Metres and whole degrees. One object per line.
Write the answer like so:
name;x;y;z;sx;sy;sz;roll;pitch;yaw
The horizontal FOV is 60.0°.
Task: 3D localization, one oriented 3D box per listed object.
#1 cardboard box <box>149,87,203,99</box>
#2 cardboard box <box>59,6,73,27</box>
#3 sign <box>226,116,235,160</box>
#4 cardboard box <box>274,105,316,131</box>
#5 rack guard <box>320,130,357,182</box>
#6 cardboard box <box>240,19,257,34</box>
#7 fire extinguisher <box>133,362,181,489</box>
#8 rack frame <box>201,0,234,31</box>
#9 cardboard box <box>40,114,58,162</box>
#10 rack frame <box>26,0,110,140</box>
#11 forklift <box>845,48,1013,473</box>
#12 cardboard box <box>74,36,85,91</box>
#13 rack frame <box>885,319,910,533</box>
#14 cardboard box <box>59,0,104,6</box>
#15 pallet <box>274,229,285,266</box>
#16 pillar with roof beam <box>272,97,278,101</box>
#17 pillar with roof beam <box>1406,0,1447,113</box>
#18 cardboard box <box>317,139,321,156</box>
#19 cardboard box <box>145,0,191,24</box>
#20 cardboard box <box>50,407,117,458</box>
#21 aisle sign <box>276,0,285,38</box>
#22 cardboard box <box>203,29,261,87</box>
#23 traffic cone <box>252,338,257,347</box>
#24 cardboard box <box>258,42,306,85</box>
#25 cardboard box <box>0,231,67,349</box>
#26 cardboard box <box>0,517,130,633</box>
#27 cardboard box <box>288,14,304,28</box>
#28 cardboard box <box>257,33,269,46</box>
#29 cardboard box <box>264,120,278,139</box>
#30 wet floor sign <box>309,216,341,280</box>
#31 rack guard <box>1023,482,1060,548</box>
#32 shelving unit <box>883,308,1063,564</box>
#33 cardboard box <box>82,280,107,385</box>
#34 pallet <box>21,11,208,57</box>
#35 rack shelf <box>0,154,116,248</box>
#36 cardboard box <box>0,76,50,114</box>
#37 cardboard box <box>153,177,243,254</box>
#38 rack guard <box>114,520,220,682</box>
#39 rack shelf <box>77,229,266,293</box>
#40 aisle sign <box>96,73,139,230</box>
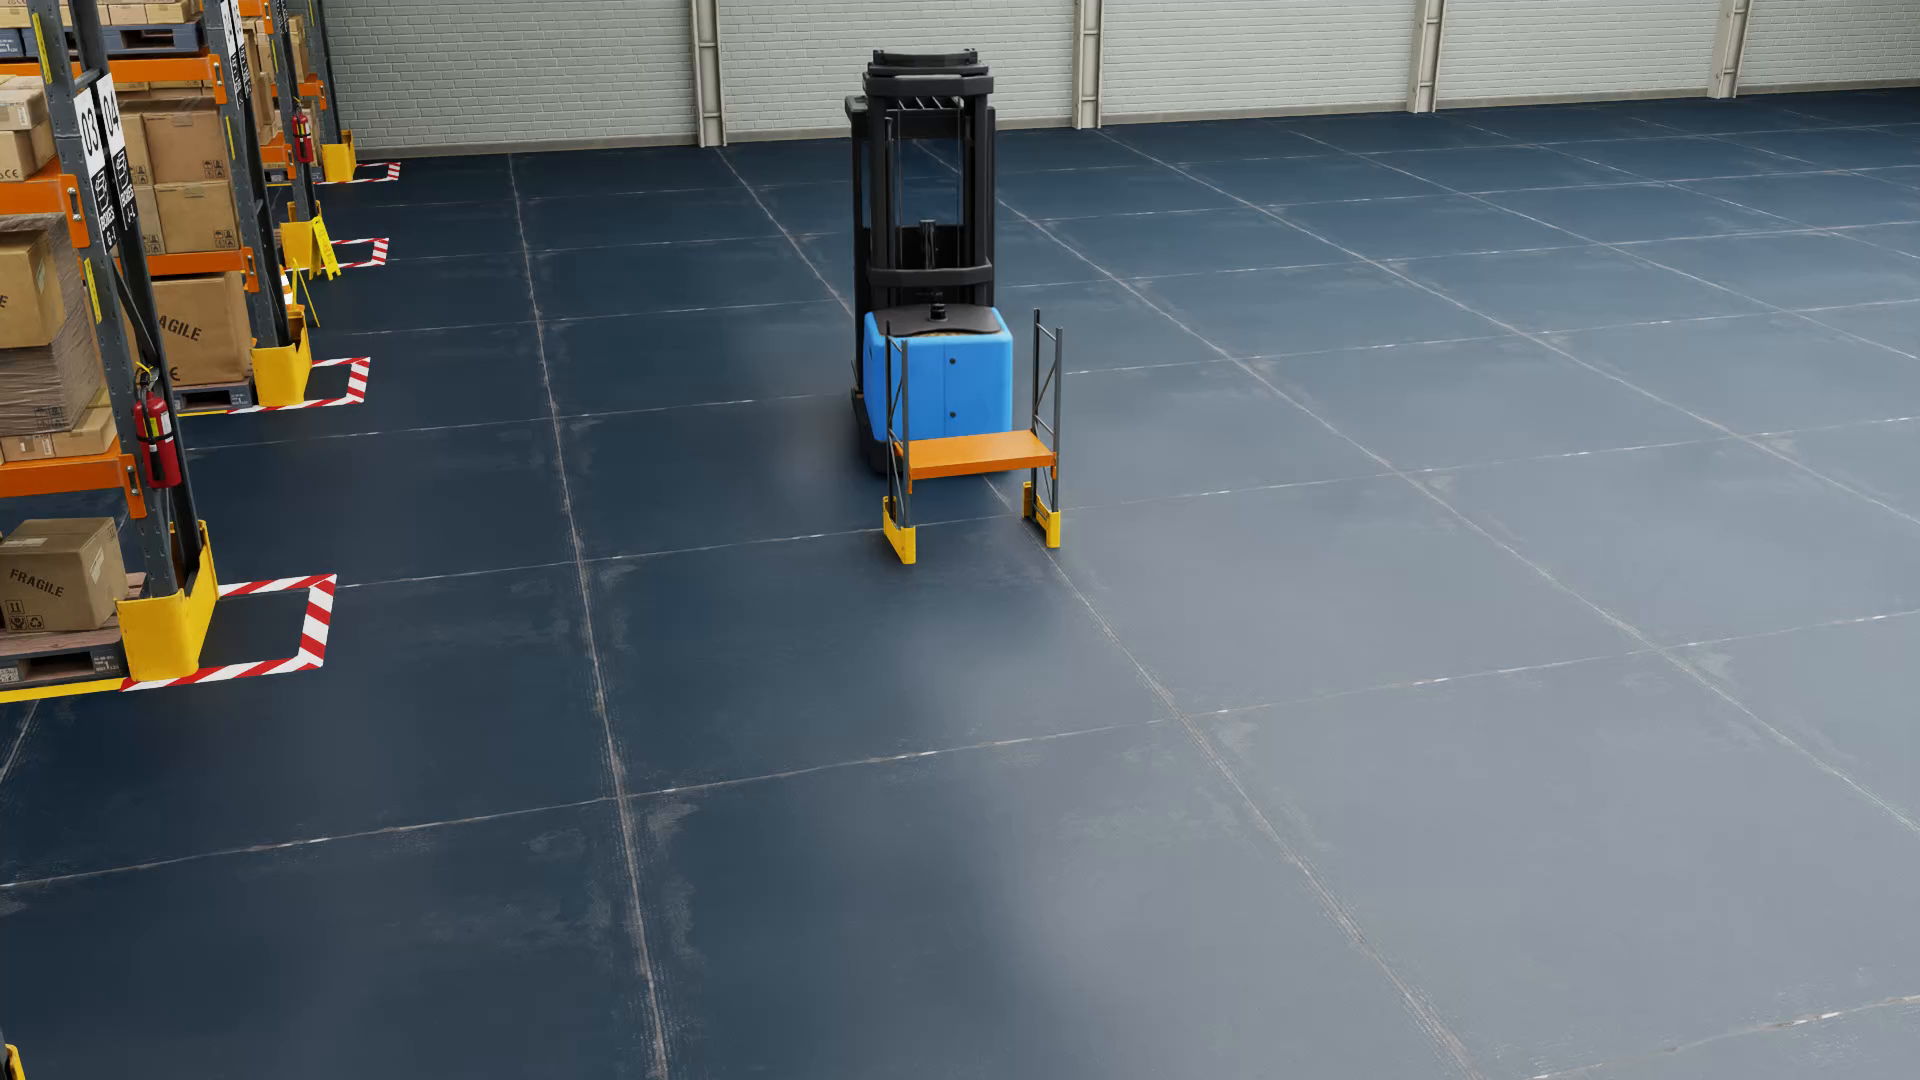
cardboard box;-8.204;-4.549;17.543;0.500;0.500;0.500;-6;24;-14
cardboard box;-6.800;-3.969;12.550;0.250;0.149;0.380;-6;24;-14
sign;-5.705;-3.145;13.007;0.005;0.325;0.100;-6;24;-14
cardboard box;-8.976;-5.686;22.383;0.500;0.250;0.500;-5;24;-13
rack guard;-8.593;-5.318;23.010;0.348;0.500;1.175;-6;24;-14
cardboard box;-9.378;-6.751;21.852;0.250;0.149;0.380;-6;24;-13
fire extinguisher;-4.361;-0.619;8.988;0.183;0.674;0.296;-6;24;-14
rack frame;-5.838;-5.469;12.582;0.127;3.000;1.000;-6;24;-14
cardboard box;-5.129;-2.174;8.899;0.500;0.250;0.500;-6;24;-13
rack frame;-4.595;-3.575;8.169;0.127;3.000;1.000;-6;24;-14
forklift;-0.309;-2.387;13.096;1.130;2.935;3.031;-3;23;-7
cardboard box;-9.175;-4.940;17.187;0.500;0.500;0.700;-6;24;-15
rack frame;-0.407;-0.644;10.849;0.032;1.500;0.500;-6;24;-14
cardboard box;-6.715;-4.186;12.550;0.500;0.250;0.500;-6;24;-14
pallet;-8.137;-3.217;18.481;1.213;0.211;1.003;-6;24;-14
pillar with roof beam;-8.368;-7.855;18.144;0.400;9.000;9.100;-6;24;-14
pillar with roof beam;8.963;-9.772;22.612;0.400;9.000;9.100;-6;24;-14
cardboard box;-9.142;-5.416;23.022;0.500;0.250;0.500;-6;24;-14
cardboard box;-6.066;-4.049;12.739;0.250;0.149;0.380;-6;24;-14
cardboard box;-4.814;-0.594;9.148;0.250;0.149;0.380;-6;24;-14
aisle sign;-7.134;-5.671;17.366;0.004;0.787;0.394;-6;24;-14
cardboard box;-7.705;-5.085;17.525;0.500;0.500;0.700;-7;24;-16
traffic cone;-6.733;-2.028;15.390;0.334;0.463;0.336;-6;24;-14
cardboard box;-9.019;-6.358;22.137;0.500;0.500;0.500;-7;24;-16
cardboard box;-5.058;-1.307;8.721;0.500;0.500;0.500;-6;24;-14
cardboard box;-5.201;0.198;9.622;0.500;0.500;0.500;-2;23;-5
cardboard box;-8.998;-6.990;22.411;0.250;0.149;0.380;-7;24;-15
cardboard box;-9.113;-6.626;21.940;0.250;0.149;0.380;-6;24;-14
cardboard box;-7.655;-4.507;18.269;0.250;0.149;0.380;-6;24;-14
wet floor sign;-6.800;-3.112;17.685;0.232;0.644;0.267;2;23;4
rack guard;0.553;-0.176;11.343;0.087;0.250;0.587;-6;24;-14
shelving unit;0.073;-0.697;10.973;1.083;1.500;0.587;-6;24;-14
cardboard box;-7.319;-1.736;13.655;0.875;0.875;0.875;-7;24;-15
pallet;-6.549;-3.966;12.998;1.213;0.211;1.003;-6;24;-14
rack shelf;-6.521;-1.653;8.406;4.000;0.370;1.077;-6;24;-14
cardboard box;-4.923;-2.369;8.847;0.250;0.149;0.380;-6;24;-15
cardboard box;-6.183;-2.724;13.604;0.550;0.550;0.875;-6;24;-14
rack guard;-4.668;0.339;9.826;0.348;0.500;1.175;-6;24;-14
rack shelf;-7.763;-2.168;13.411;4.000;0.370;1.077;-6;24;-14
aisle sign;-4.617;-2.133;9.120;0.004;0.787;0.394;-6;24;-14
